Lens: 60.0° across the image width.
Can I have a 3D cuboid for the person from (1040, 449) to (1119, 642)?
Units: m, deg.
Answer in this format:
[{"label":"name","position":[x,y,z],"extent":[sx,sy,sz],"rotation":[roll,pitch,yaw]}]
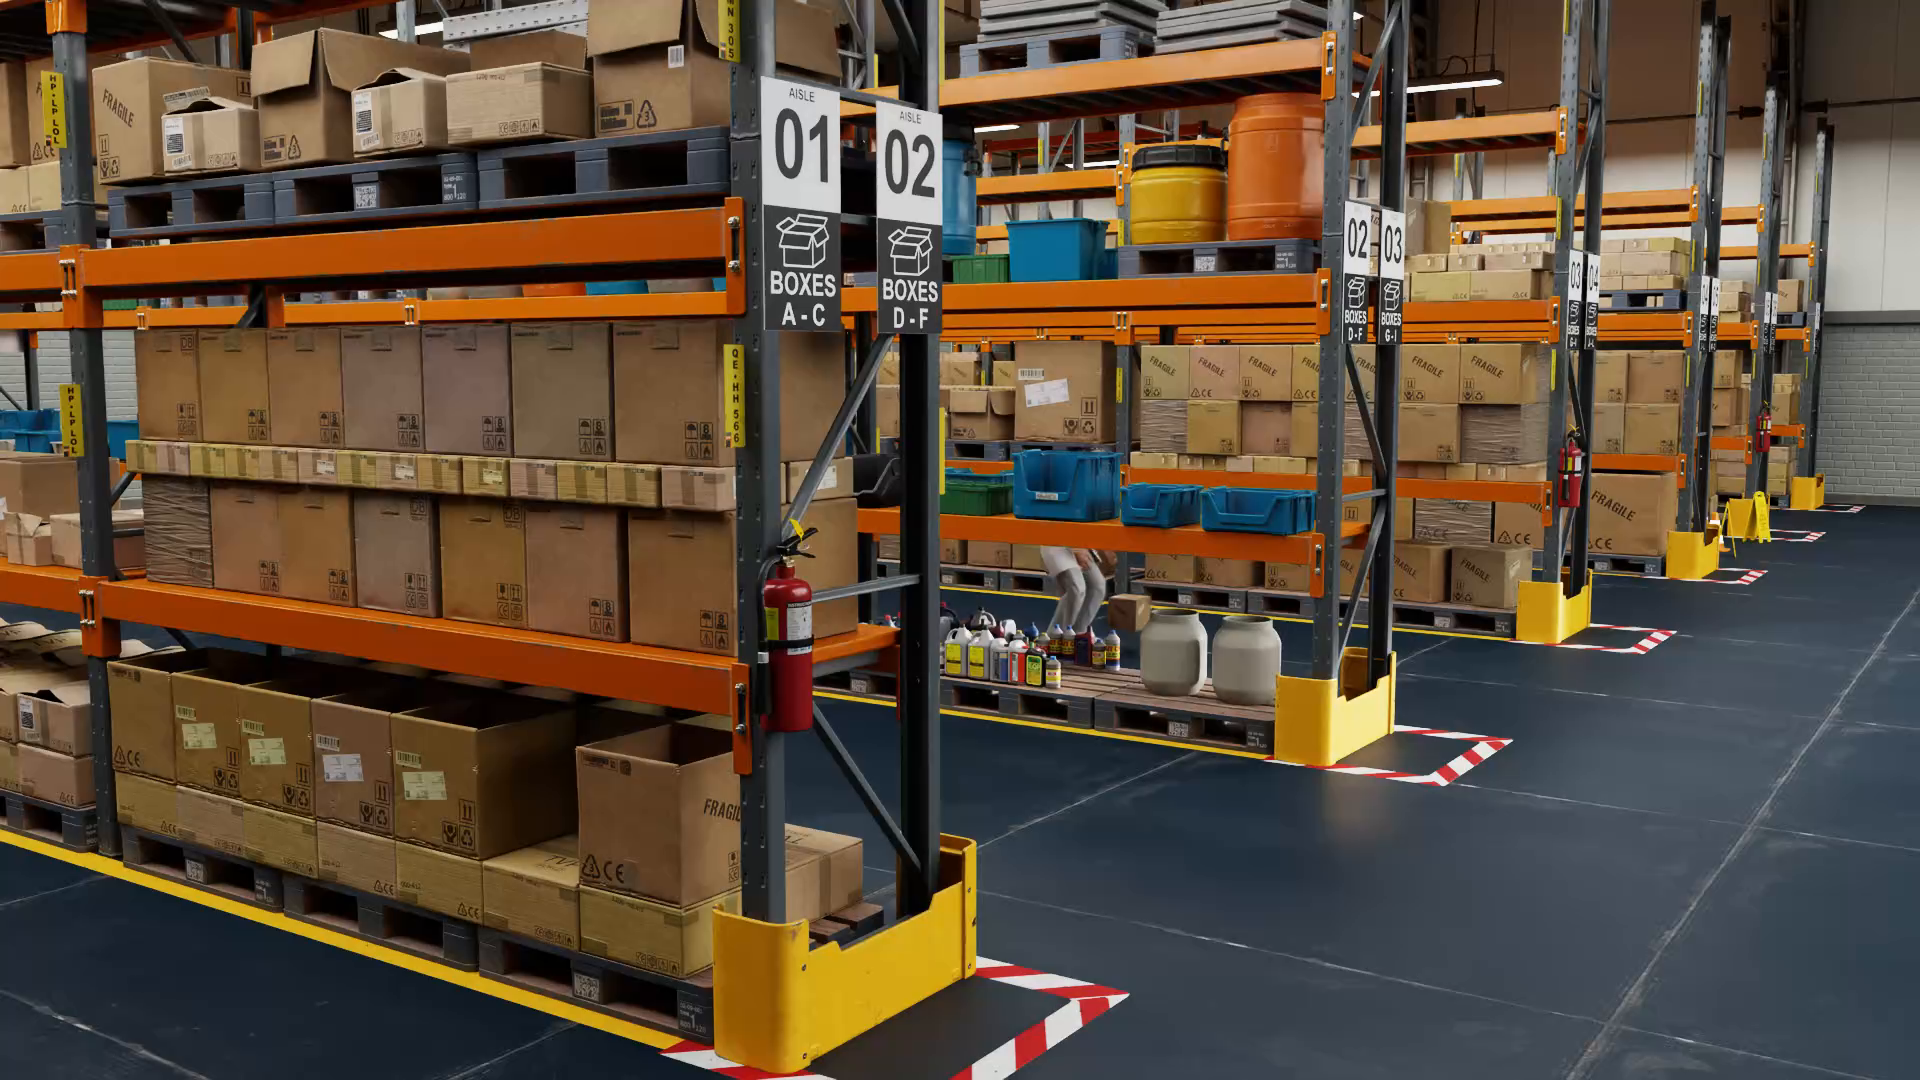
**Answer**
[{"label":"person","position":[0.946,0.069,13.437],"extent":[0.564,1.612,0.619],"rotation":[4,7,34]}]
